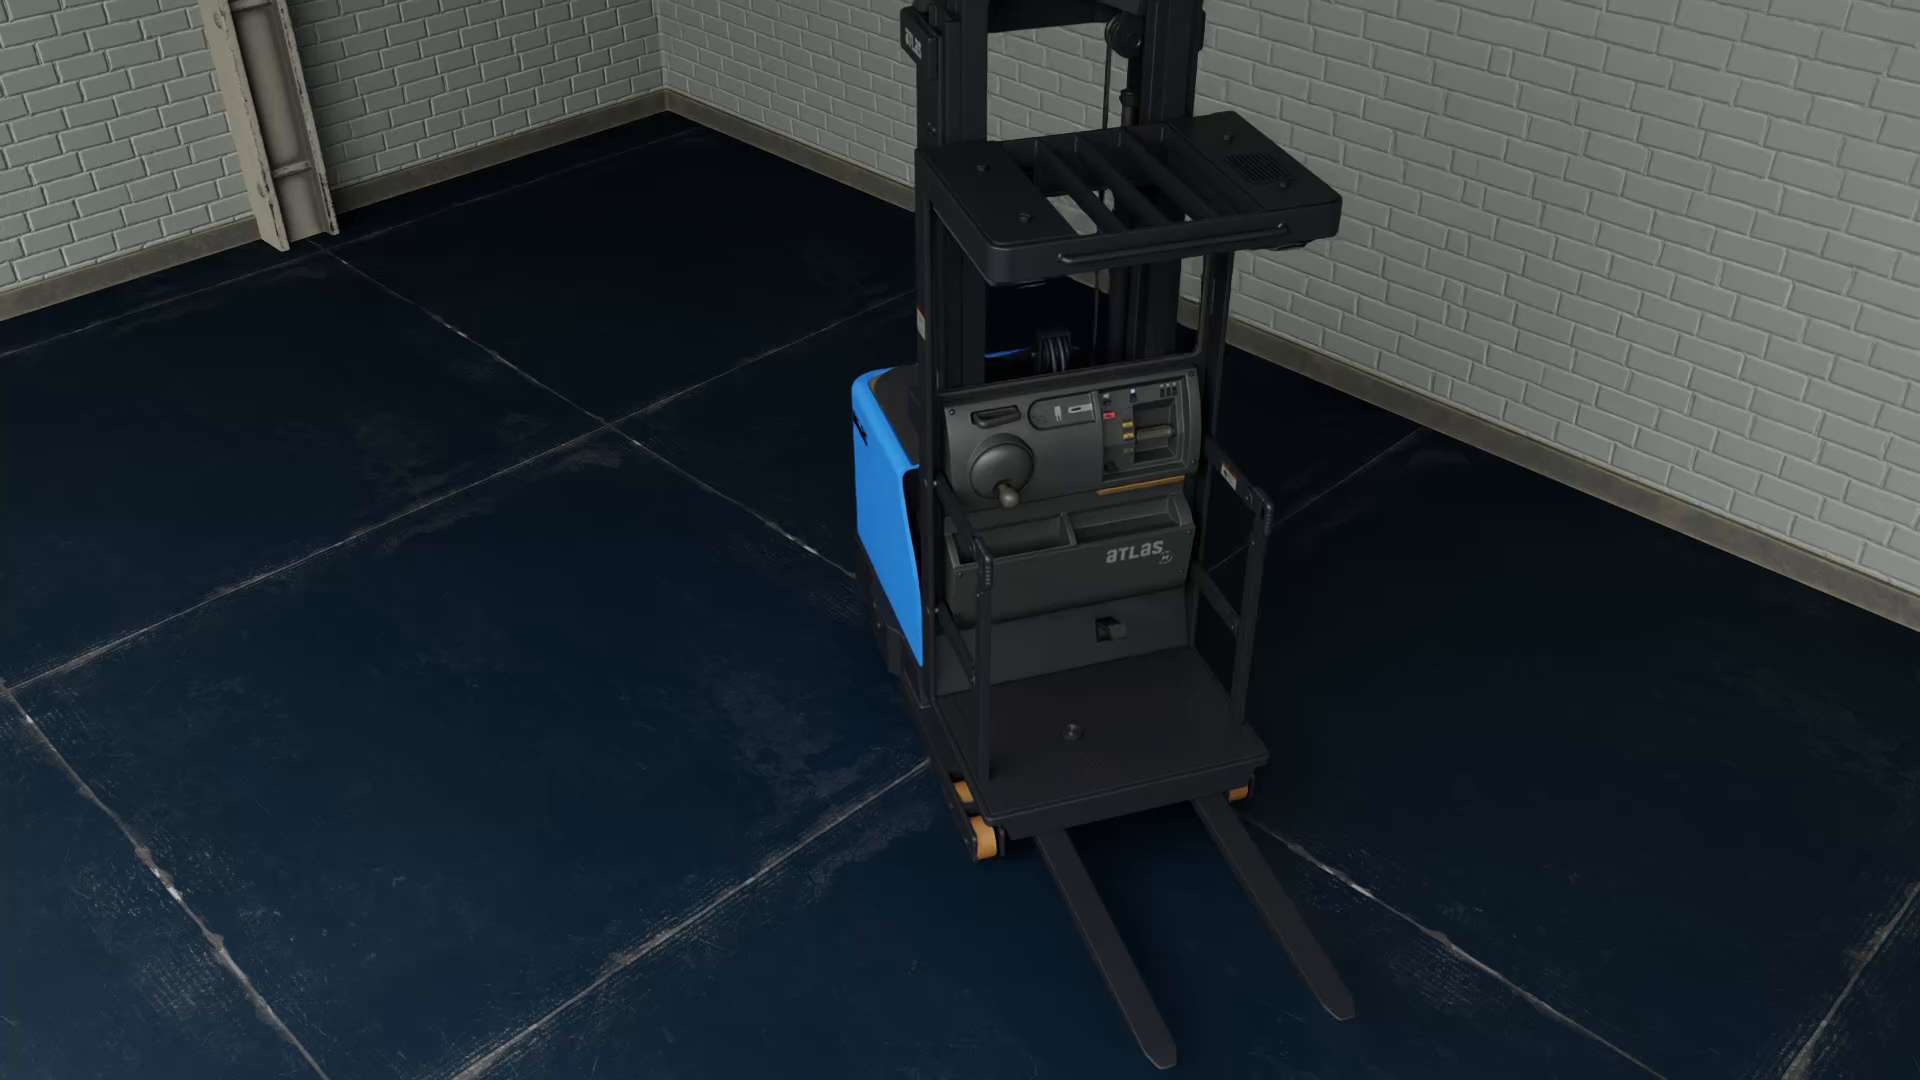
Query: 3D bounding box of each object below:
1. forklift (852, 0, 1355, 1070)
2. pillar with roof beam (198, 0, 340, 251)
[{"bbox_3d":[0.467,-0.294,5.609,1.130,2.935,3.031,-10,36,-14],"label":"forklift"},{"bbox_3d":[-1.120,-3.887,5.456,9.100,9.000,0.400,30,45,35],"label":"pillar with roof beam"}]
